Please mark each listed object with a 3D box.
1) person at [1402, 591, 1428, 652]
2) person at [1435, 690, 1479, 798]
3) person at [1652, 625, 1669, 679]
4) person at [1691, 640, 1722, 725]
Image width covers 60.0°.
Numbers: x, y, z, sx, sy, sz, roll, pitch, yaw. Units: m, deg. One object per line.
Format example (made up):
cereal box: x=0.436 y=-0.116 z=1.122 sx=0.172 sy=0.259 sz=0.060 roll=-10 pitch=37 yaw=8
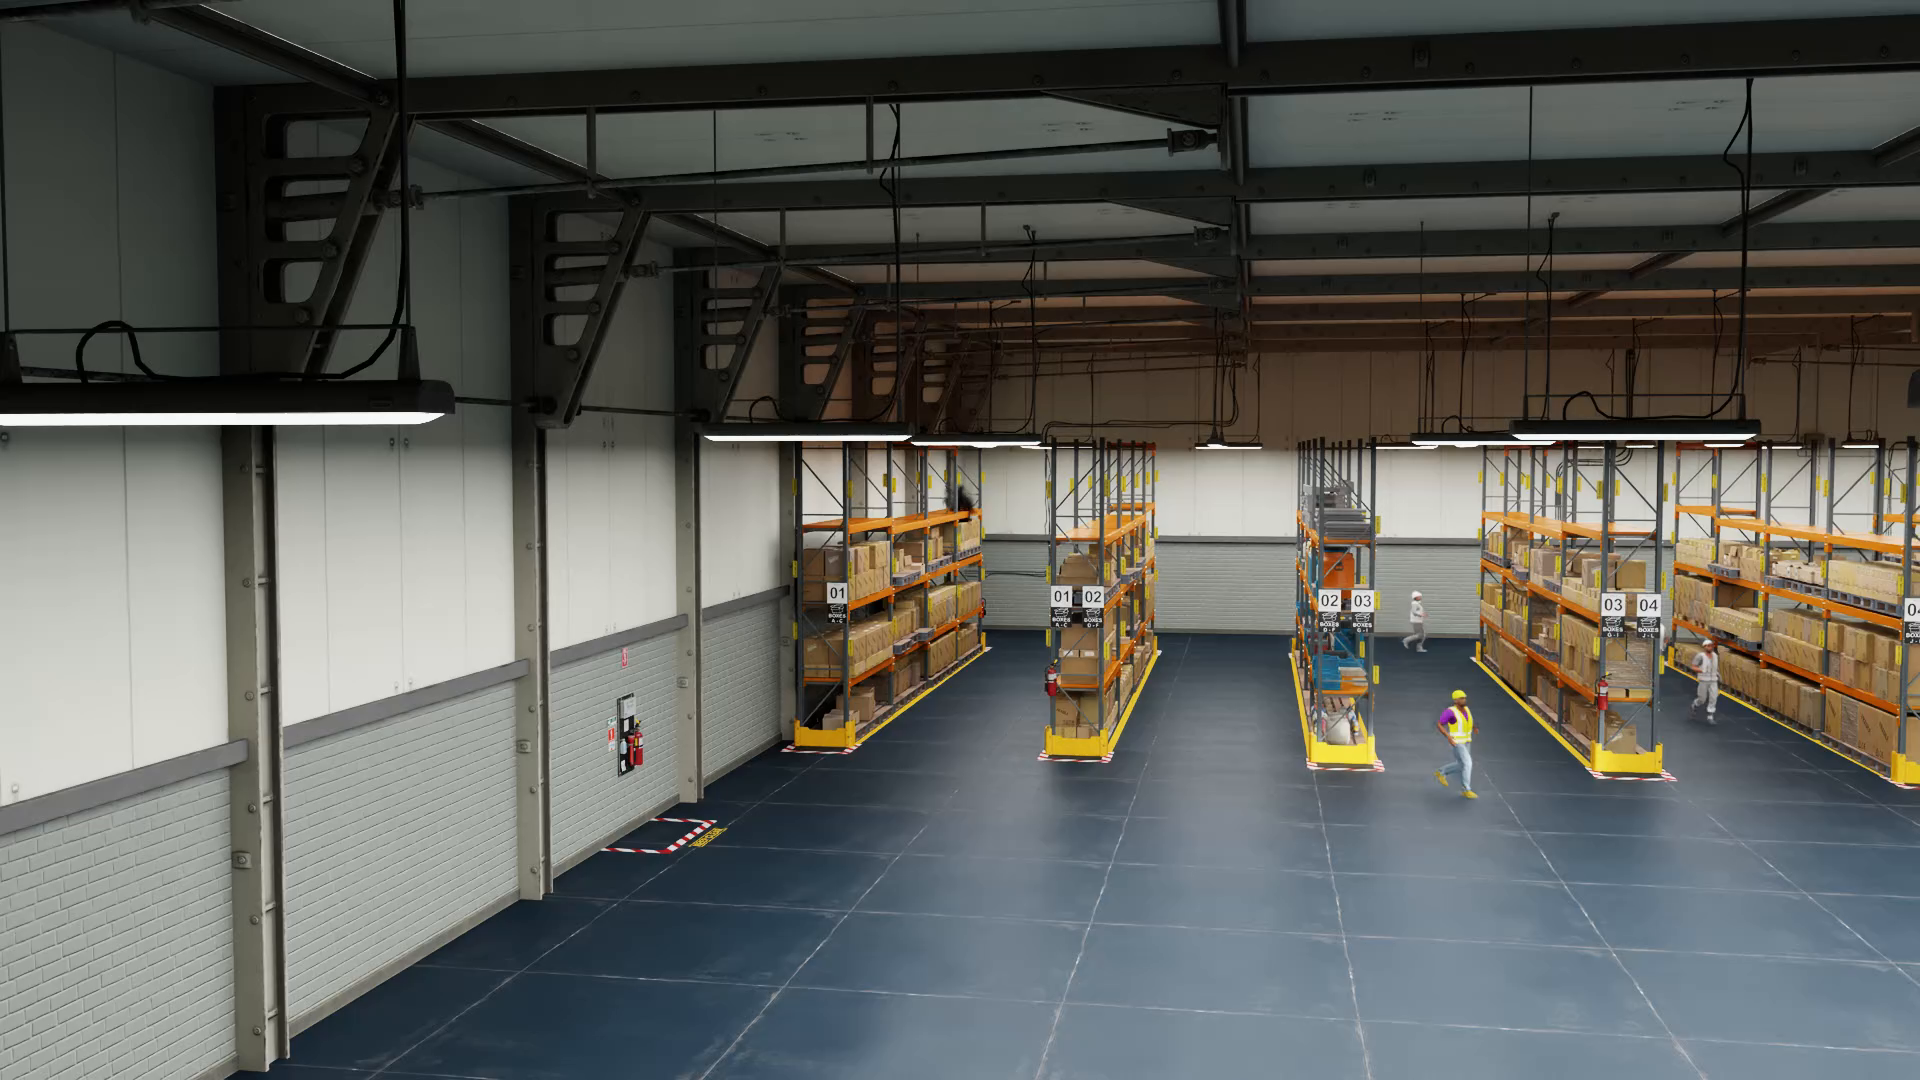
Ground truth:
person: x=13.019 y=2.338 z=47.536 sx=0.720 sy=1.736 sz=0.643 roll=1 pitch=3 yaw=19
person: x=8.317 y=3.380 z=27.782 sx=0.690 sy=1.765 sz=0.837 roll=-3 pitch=4 yaw=-40
person: x=16.988 y=2.692 z=40.695 sx=0.690 sy=1.760 sz=0.733 roll=1 pitch=3 yaw=10
person: x=15.728 y=2.974 z=35.059 sx=0.664 sy=1.765 sz=0.847 roll=0 pitch=3 yaw=-4
